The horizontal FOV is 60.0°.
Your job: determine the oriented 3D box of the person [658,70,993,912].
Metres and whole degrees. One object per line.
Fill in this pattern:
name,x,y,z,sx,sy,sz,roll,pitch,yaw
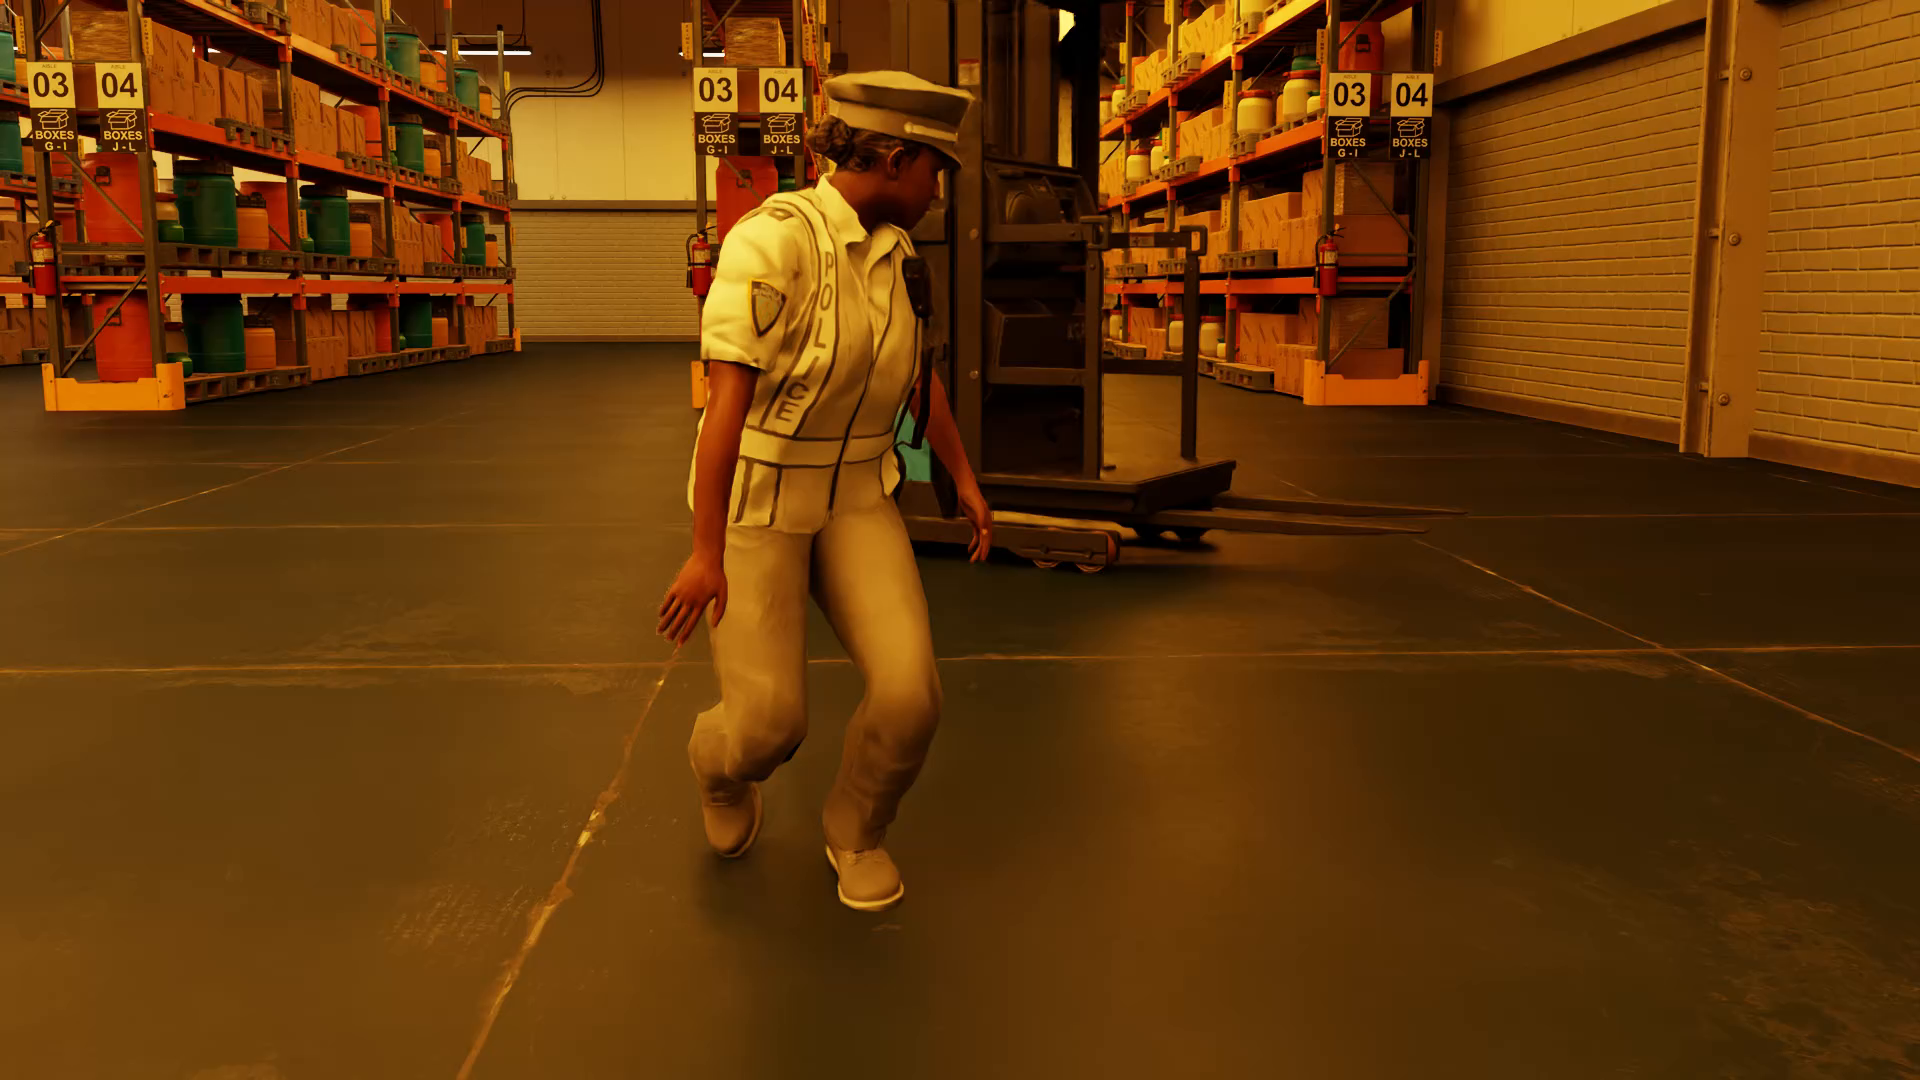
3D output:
person,-0.272,-0.077,2.965,0.746,1.455,0.619,-6,10,-36

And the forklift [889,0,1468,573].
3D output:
forklift,0.525,-1.411,6.833,3.031,2.935,1.130,5,10,29
